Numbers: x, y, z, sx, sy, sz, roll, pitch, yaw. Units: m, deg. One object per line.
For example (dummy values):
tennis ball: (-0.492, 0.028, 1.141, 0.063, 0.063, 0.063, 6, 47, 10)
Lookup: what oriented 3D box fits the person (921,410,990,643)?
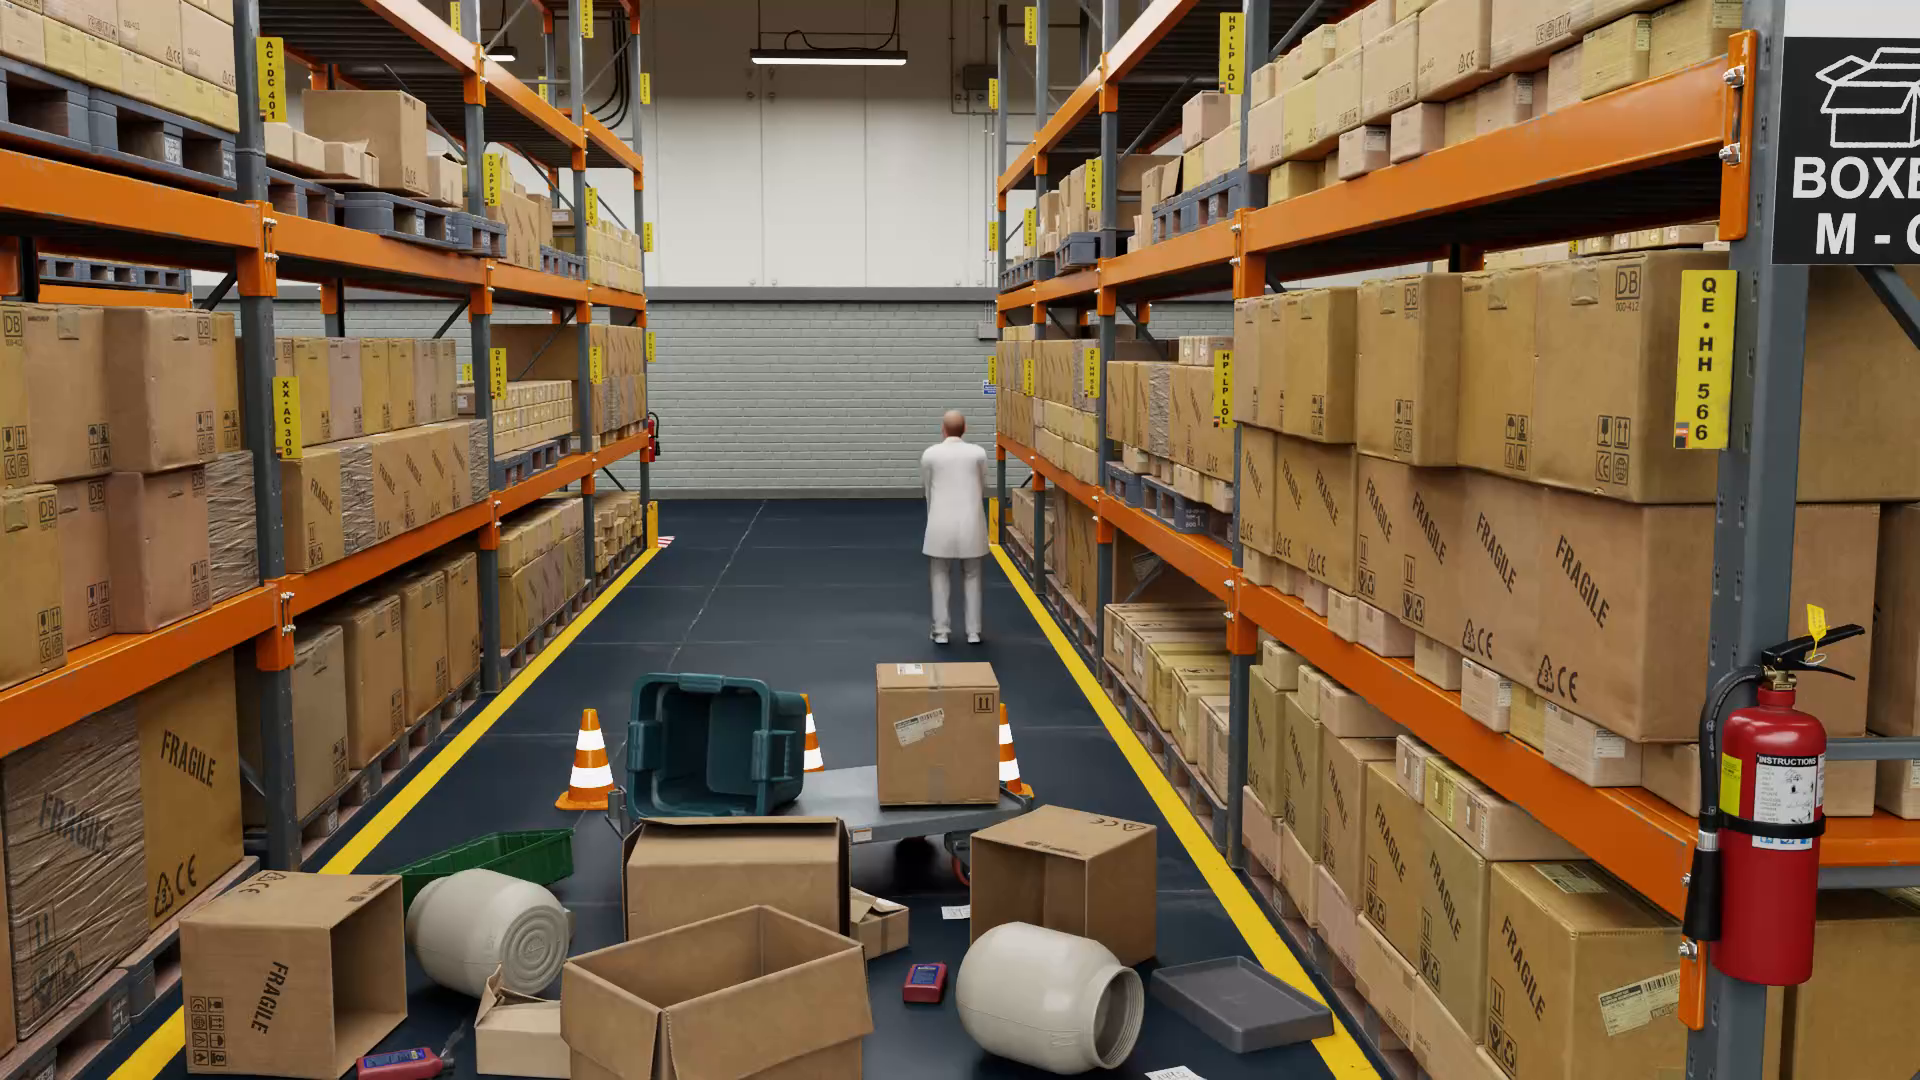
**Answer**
person: (-0.040, -0.114, 12.790, 0.528, 1.781, 0.564, -1, 7, -5)
